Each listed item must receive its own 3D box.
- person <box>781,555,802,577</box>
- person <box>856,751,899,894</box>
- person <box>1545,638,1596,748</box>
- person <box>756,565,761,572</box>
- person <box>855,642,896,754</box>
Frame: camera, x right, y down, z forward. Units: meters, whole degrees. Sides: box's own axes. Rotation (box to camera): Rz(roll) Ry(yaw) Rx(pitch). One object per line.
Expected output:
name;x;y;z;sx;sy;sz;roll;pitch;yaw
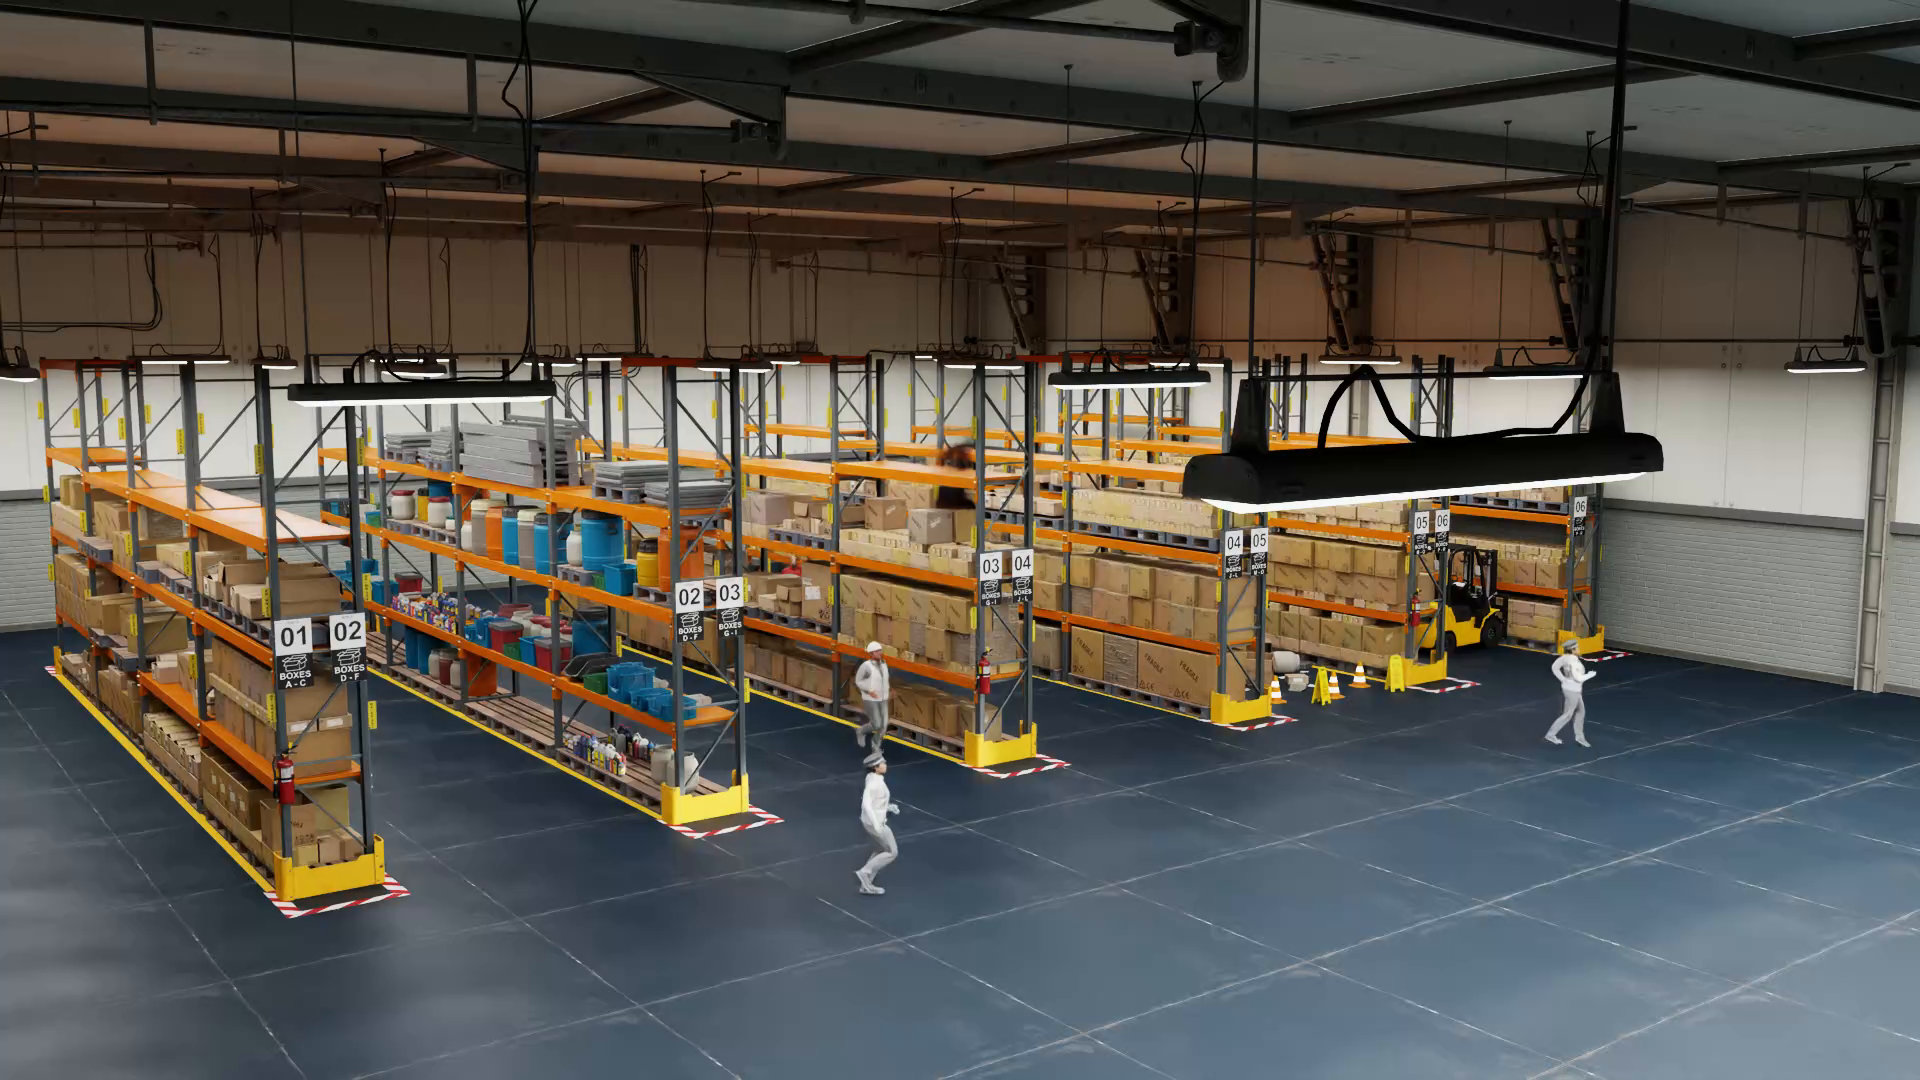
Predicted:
person;-3.588;1.171;36.116;0.661;1.697;0.521;-4;8;-29
person;-0.940;3.230;19.047;0.538;1.663;0.630;-1;7;-12
person;9.483;2.385;25.841;0.740;1.743;0.600;1;7;7
person;-4.147;1.347;34.716;0.579;1.673;0.922;-7;10;-44
person;-1.314;2.415;25.516;0.647;1.727;0.580;-7;9;-43
